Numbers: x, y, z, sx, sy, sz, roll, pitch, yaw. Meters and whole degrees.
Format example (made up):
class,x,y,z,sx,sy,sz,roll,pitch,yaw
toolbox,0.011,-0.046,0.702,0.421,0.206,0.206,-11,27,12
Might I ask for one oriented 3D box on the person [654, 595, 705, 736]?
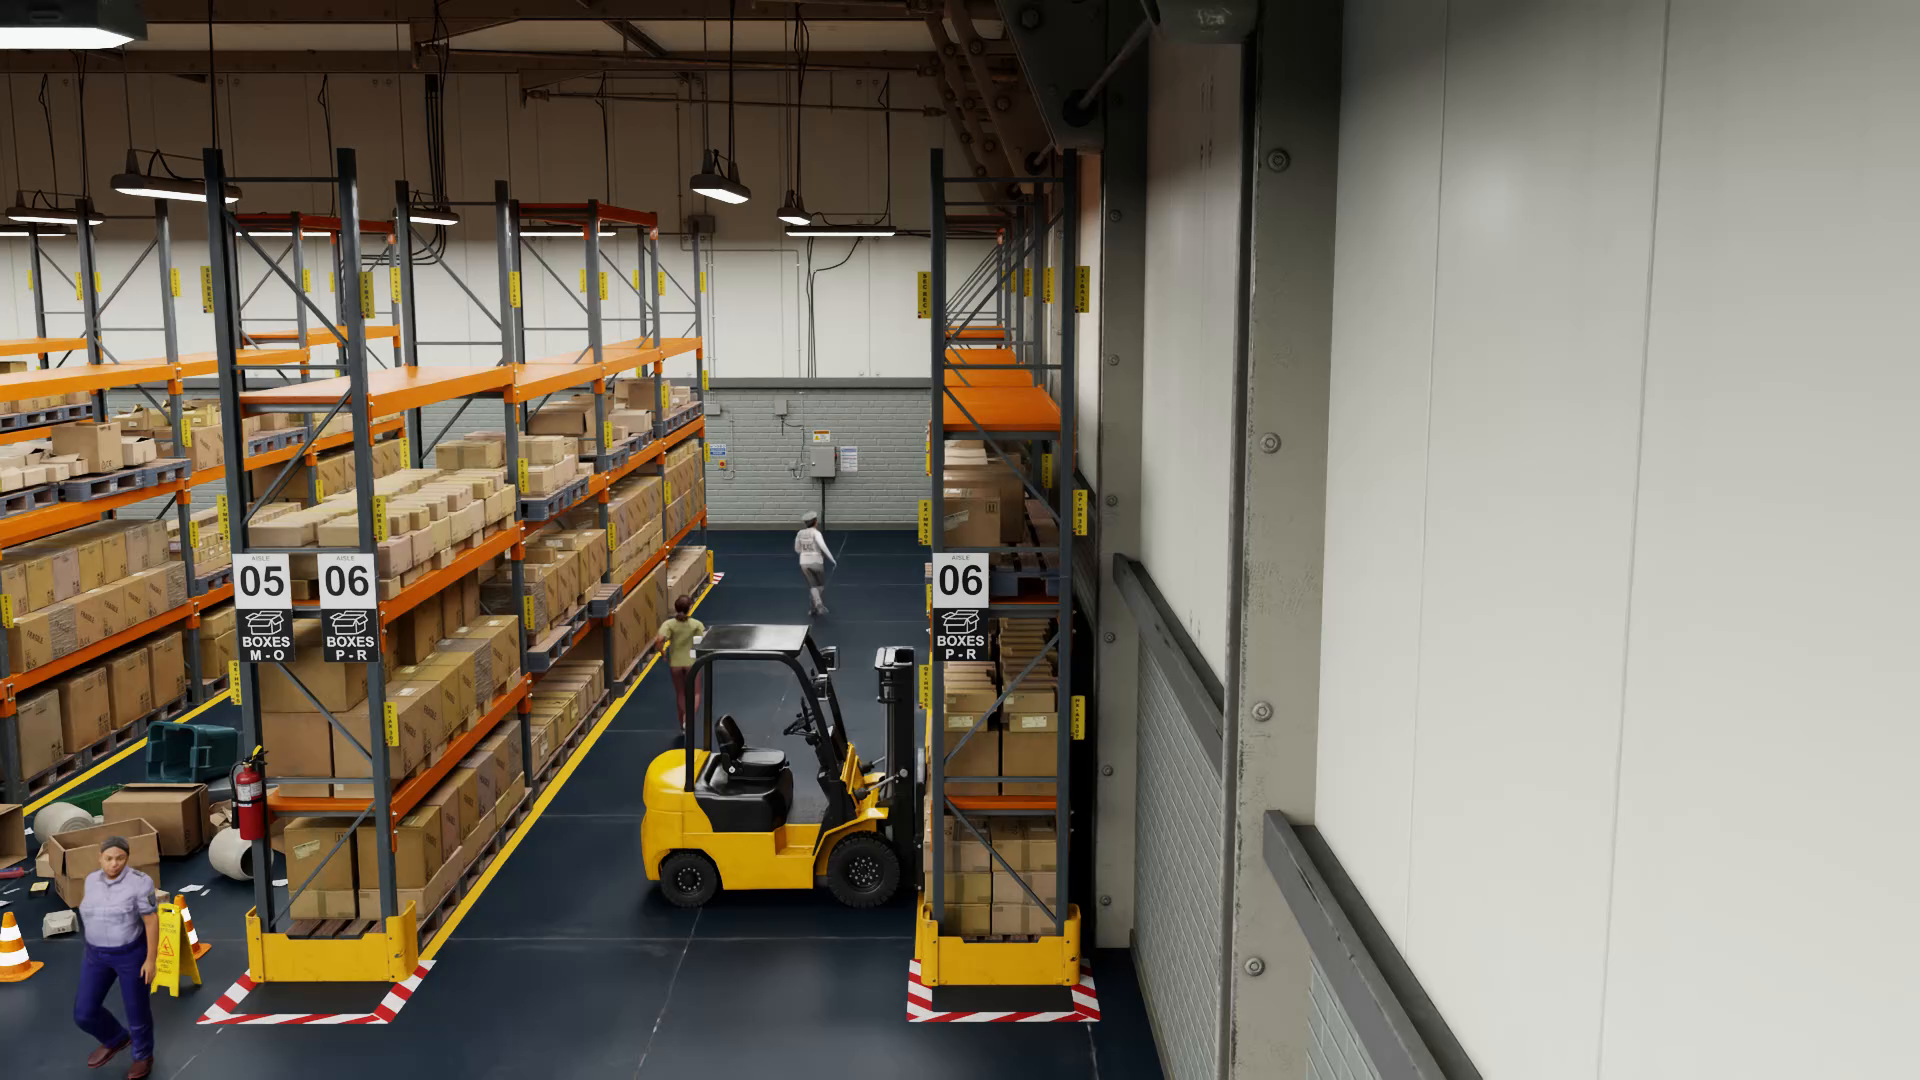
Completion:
class,x,y,z,sx,sy,sz,roll,pitch,yaw
person,-3.058,1.412,18.430,0.591,1.644,0.903,0,9,-2

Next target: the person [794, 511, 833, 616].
class,x,y,z,sx,sy,sz,roll,pitch,yaw
person,-2.239,0.398,25.086,0.684,1.627,0.586,3,10,17

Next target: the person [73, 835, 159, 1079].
class,x,y,z,sx,sy,sz,roll,pitch,yaw
person,-5.393,2.665,10.651,0.577,1.640,0.439,0,9,-1
